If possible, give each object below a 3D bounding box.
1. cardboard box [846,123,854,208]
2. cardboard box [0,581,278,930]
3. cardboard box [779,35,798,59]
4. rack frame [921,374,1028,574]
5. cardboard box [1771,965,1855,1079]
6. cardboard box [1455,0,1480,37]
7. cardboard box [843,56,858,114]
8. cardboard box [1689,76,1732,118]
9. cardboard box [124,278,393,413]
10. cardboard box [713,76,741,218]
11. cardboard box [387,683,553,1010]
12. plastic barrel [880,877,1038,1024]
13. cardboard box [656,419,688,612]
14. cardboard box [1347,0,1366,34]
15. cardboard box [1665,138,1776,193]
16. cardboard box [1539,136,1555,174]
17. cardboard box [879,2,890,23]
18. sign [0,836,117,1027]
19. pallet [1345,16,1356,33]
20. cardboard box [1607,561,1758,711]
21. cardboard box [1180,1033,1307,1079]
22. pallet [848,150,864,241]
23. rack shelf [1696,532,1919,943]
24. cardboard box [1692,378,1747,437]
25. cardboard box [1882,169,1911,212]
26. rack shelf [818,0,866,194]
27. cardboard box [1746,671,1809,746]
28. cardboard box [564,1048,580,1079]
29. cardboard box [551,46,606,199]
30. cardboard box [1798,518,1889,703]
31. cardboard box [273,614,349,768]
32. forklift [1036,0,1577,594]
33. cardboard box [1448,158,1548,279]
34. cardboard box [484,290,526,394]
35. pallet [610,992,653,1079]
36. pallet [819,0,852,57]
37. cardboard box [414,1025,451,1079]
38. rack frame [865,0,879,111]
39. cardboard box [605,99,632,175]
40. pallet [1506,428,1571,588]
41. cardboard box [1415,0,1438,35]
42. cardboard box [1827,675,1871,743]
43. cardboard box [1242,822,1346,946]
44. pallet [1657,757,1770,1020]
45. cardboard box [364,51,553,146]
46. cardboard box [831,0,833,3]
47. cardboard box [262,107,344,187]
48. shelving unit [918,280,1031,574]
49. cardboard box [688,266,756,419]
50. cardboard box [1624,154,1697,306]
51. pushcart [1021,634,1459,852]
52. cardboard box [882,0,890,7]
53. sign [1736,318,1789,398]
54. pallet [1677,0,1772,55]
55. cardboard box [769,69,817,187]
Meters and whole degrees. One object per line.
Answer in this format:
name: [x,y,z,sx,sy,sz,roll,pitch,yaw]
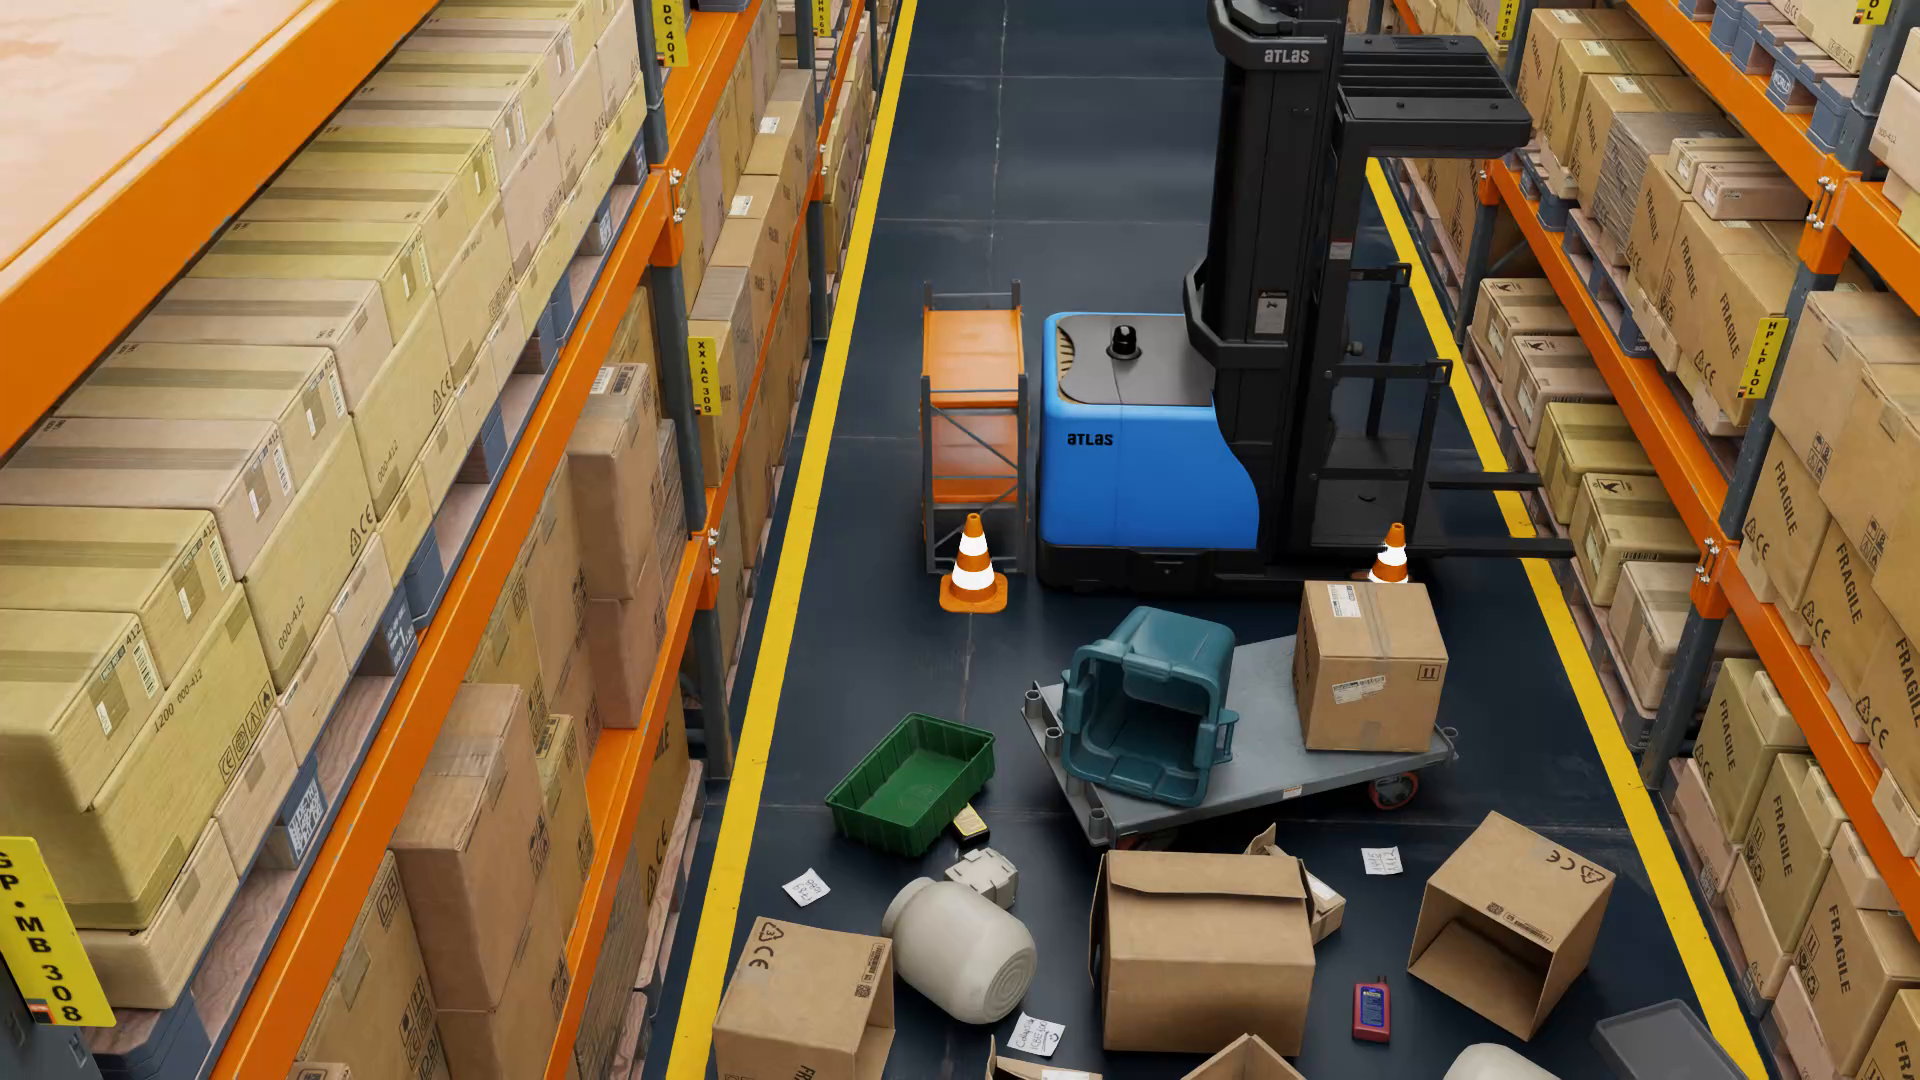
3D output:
cardboard box: [-1.018,-2.658,11.678,0.500,0.500,0.500,0,35,1]
cardboard box: [-1.379,0.300,2.471,0.500,0.250,0.500,1,35,2]
cardboard box: [-1.114,-2.989,9.934,0.380,0.149,0.250,3,35,4]
rack frame: [0.074,-0.305,8.122,0.500,1.125,0.032,-1,34,0]
cardboard box: [3.133,1.727,5.655,0.500,0.250,0.500,1,35,1]
cardboard box: [3.399,-3.191,10.322,0.500,0.250,0.500,0,35,1]
cardboard box: [-0.991,-3.246,11.862,0.500,0.250,0.500,0,35,0]
cardboard box: [3.847,-1.948,8.148,0.500,0.500,0.500,-1,35,-1]
cardboard box: [-1.282,-0.360,3.064,0.380,0.149,0.250,1,35,1]
cardboard box: [-1.419,-1.838,7.746,0.700,0.500,0.500,1,35,1]
cardboard box: [-1.513,0.719,3.994,0.875,0.550,0.550,1,35,2]
plastic barrel: [-0.007,1.515,6.172,0.512,0.421,0.421,28,44,33]
cardboard box: [-1.497,-0.076,6.064,0.875,0.550,0.550,1,35,2]
cardboard box: [3.945,-4.763,14.727,0.875,0.438,0.875,0,35,0]
cardboard box: [3.251,-1.595,7.081,0.380,0.149,0.250,0,35,0]
cardboard box: [3.316,-2.037,8.839,0.380,0.149,0.250,-1,35,-1]
cardboard box: [-0.826,-4.777,14.998,0.380,0.149,0.250,0,35,1]
sign: [-1.101,0.470,1.980,0.100,0.325,0.005,1,35,2]
pallet: [3.932,-4.764,15.290,1.003,0.211,1.213,1,35,2]
cardboard box: [3.474,0.431,7.393,0.950,0.372,0.625,2,35,2]
cardboard box: [0.836,2.081,5.296,0.797,0.503,0.637,-24,42,-30]
pallet: [-1.249,-2.532,12.115,1.003,0.211,1.213,1,35,2]
rack shelf: [3.375,1.273,4.901,1.077,0.370,4.000,1,35,2]
cardboard box: [3.201,-0.541,6.711,0.380,0.149,0.250,2,35,3]
cardboard box: [3.196,-1.120,5.290,0.380,0.149,0.250,1,35,1]
rack shelf: [-1.253,-3.380,11.521,1.077,0.370,4.000,1,35,2]
cardboard box: [3.097,0.614,6.024,0.380,0.149,0.250,2,35,3]
cardboard box: [-1.660,1.872,4.906,0.875,0.875,0.875,1,35,1]
cardboard box: [-1.278,-1.148,4.531,0.500,0.250,0.500,1,35,2]
cardboard box: [3.163,0.202,5.454,0.500,0.500,0.500,1,35,2]
cardboard box: [-1.301,0.254,2.883,0.380,0.149,0.250,1,35,2]
forklift: [1.911,-1.185,7.833,3.031,2.935,1.130,1,35,2]
cardboard box: [3.727,-2.166,10.652,0.875,0.875,0.875,1,35,1]
cardboard box: [-1.250,-0.470,3.914,0.380,0.149,0.250,1,35,2]
pallet: [-1.649,2.052,5.592,1.003,0.211,1.213,1,35,2]
pallet: [-1.295,-3.585,11.354,1.003,0.211,1.213,1,35,2]
cardboard box: [-1.685,1.479,3.852,0.875,0.550,0.550,1,35,2]
rack frame: [-1.173,-4.823,12.949,1.000,3.000,0.127,1,35,2]
cardboard box: [-1.199,-1.202,4.956,0.380,0.149,0.250,2,35,3]
pallet: [3.532,-0.180,8.768,1.003,0.211,1.213,1,35,2]
cardboard box: [3.411,-3.580,11.312,0.500,0.250,0.500,1,35,1]
cardboard box: [3.139,0.547,5.527,0.380,0.149,0.250,2,35,3]
cardboard box: [1.279,1.367,6.520,0.258,0.266,0.396,-24,42,-30]
pallet: [3.464,1.357,6.581,1.003,0.211,1.213,1,35,2]
cardboard box: [-1.230,-1.090,4.103,0.380,0.149,0.250,1,35,2]
cardboard box: [-1.051,-3.758,11.287,0.380,0.149,0.250,0,35,0]
cardboard box: [-1.832,-0.873,4.140,0.500,0.250,0.500,1,35,1]
shelving unit: [0.072,-0.592,8.542,0.538,1.125,1.048,-1,34,0]
cardboard box: [-1.185,-0.854,7.215,0.500,0.500,0.500,2,35,2]
cardboard box: [3.290,-1.357,7.307,0.500,0.500,0.500,2,35,4]
pushcart: [1.176,0.878,7.118,1.648,0.377,0.936,-10,36,-14]
cardboard box: [-0.823,-4.895,14.908,0.380,0.149,0.250,1,35,2]
sign: [2.901,-0.655,6.012,0.100,0.325,0.005,1,35,2]
pallet: [3.626,-2.269,6.870,1.213,0.211,1.003,1,35,2]
cardboard box: [-1.083,-2.301,9.274,0.500,0.500,0.500,1,35,2]
